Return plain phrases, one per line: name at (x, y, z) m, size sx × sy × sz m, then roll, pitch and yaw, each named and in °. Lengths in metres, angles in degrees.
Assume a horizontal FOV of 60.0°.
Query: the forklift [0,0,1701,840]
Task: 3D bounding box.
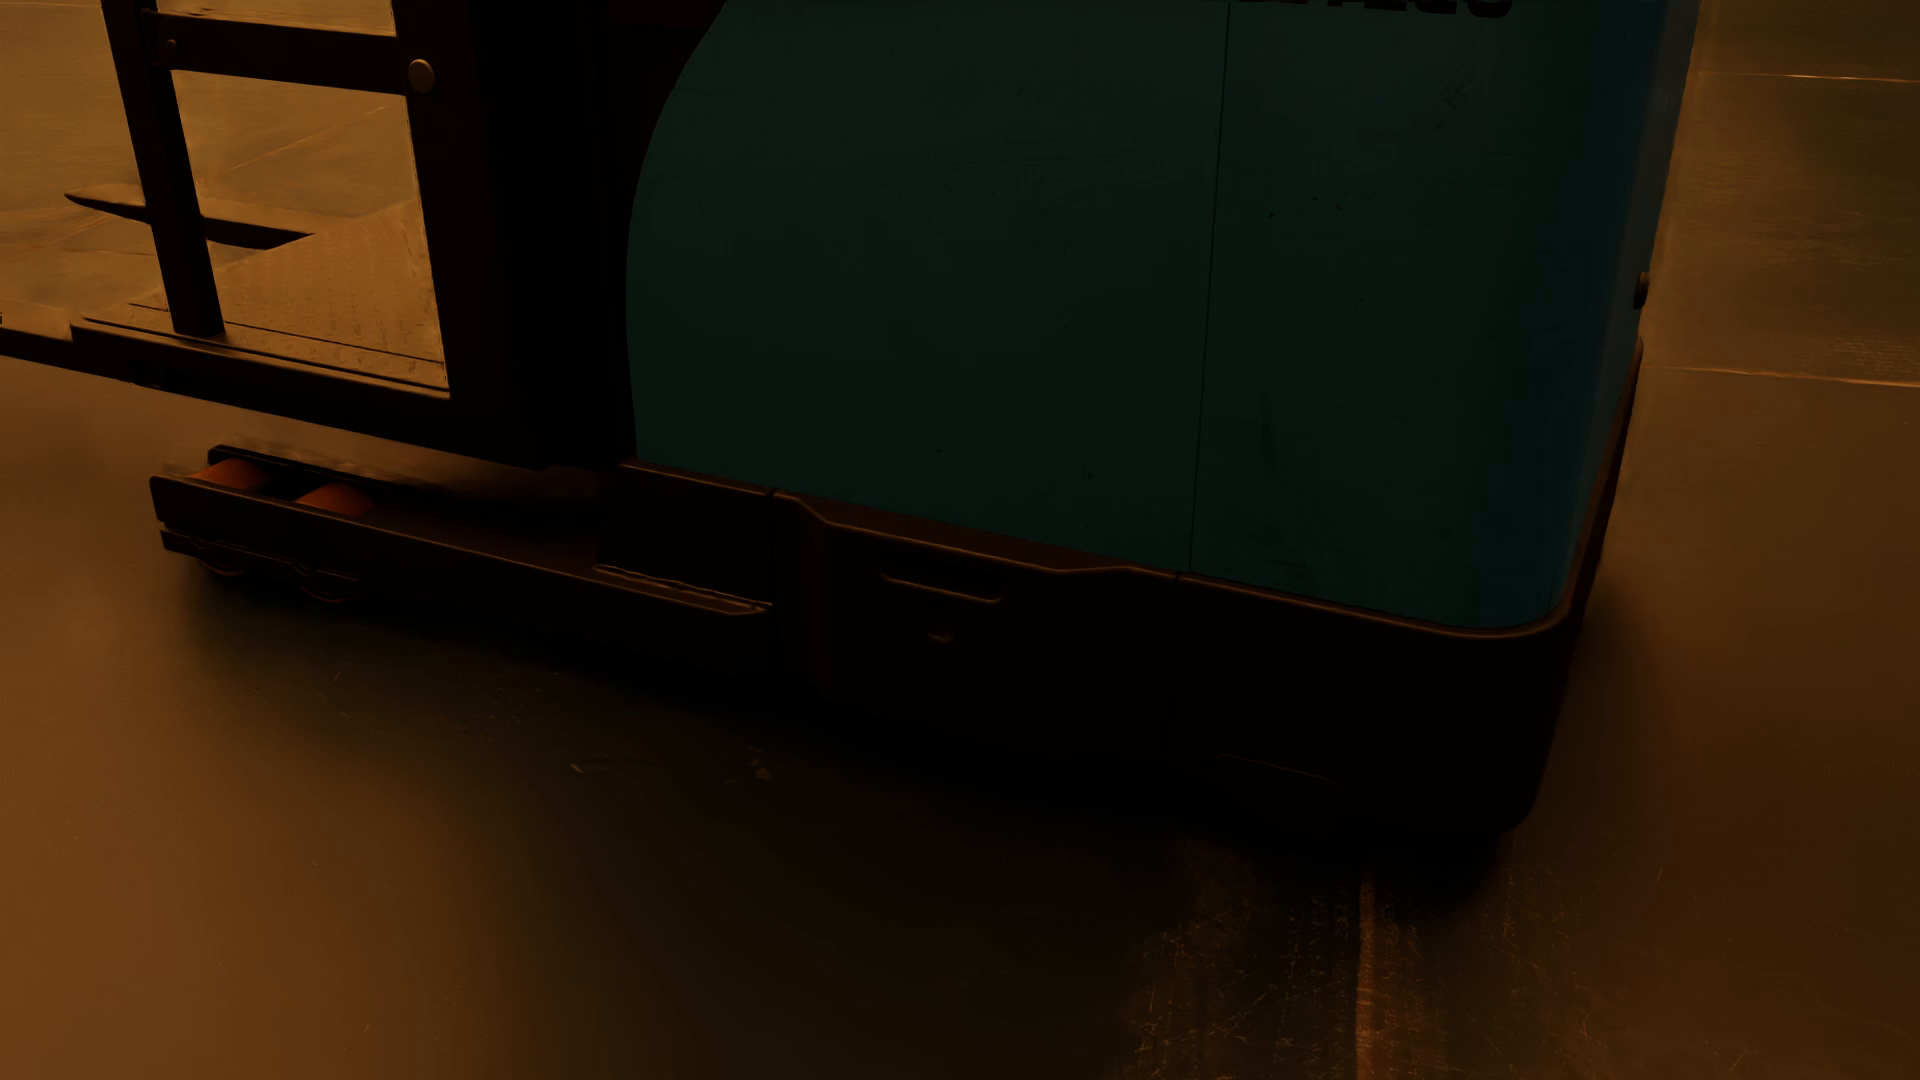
forklift at (-0.583, -1.421, 2.062) m, size 3.031 × 2.935 × 1.130 m, roll 12°, pitch 29°, yaw 22°
